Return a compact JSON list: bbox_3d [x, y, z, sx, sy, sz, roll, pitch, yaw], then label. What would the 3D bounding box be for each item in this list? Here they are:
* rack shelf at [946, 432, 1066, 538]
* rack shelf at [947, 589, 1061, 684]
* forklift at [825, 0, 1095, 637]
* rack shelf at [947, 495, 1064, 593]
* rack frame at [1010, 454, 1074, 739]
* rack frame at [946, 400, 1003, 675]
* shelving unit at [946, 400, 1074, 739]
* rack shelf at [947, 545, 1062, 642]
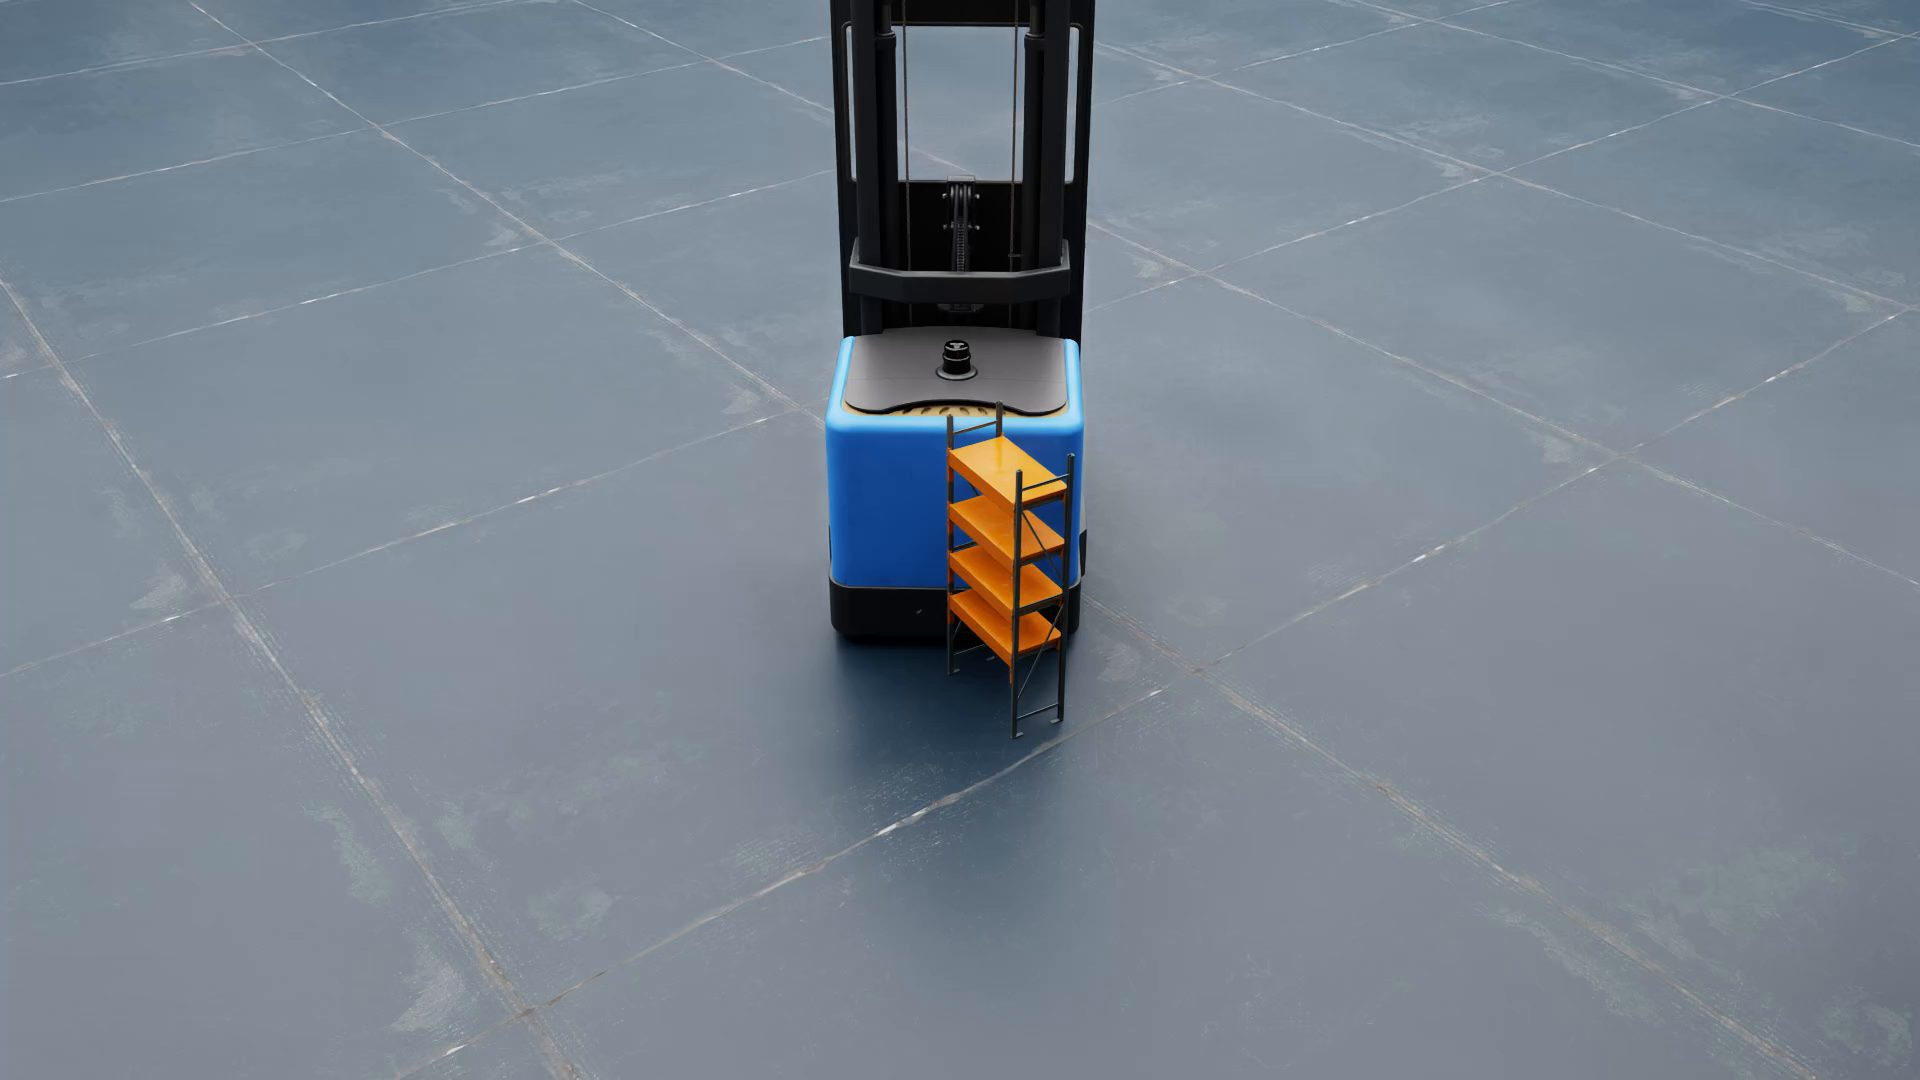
[{"bbox_3d":[0.180,-0.210,6.207,0.258,0.148,0.480,-17,36,-26],"label":"rack shelf"},{"bbox_3d":[0.180,0.349,6.554,0.258,0.148,0.480,-17,36,-26],"label":"rack shelf"},{"bbox_3d":[0.018,-1.577,7.510,1.130,2.935,3.031,1,32,1],"label":"forklift"},{"bbox_3d":[0.180,-0.010,6.332,0.258,0.148,0.480,-17,36,-26],"label":"rack shelf"},{"bbox_3d":[0.304,0.234,6.236,0.240,1.200,0.015,-17,36,-26],"label":"rack frame"},{"bbox_3d":[0.056,0.012,6.593,0.240,1.200,0.015,-17,36,-26],"label":"rack frame"},{"bbox_3d":[0.180,0.123,6.414,0.258,1.200,0.503,-17,36,-26],"label":"shelving unit"},{"bbox_3d":[0.180,0.180,6.450,0.258,0.148,0.480,-17,36,-26],"label":"rack shelf"}]
